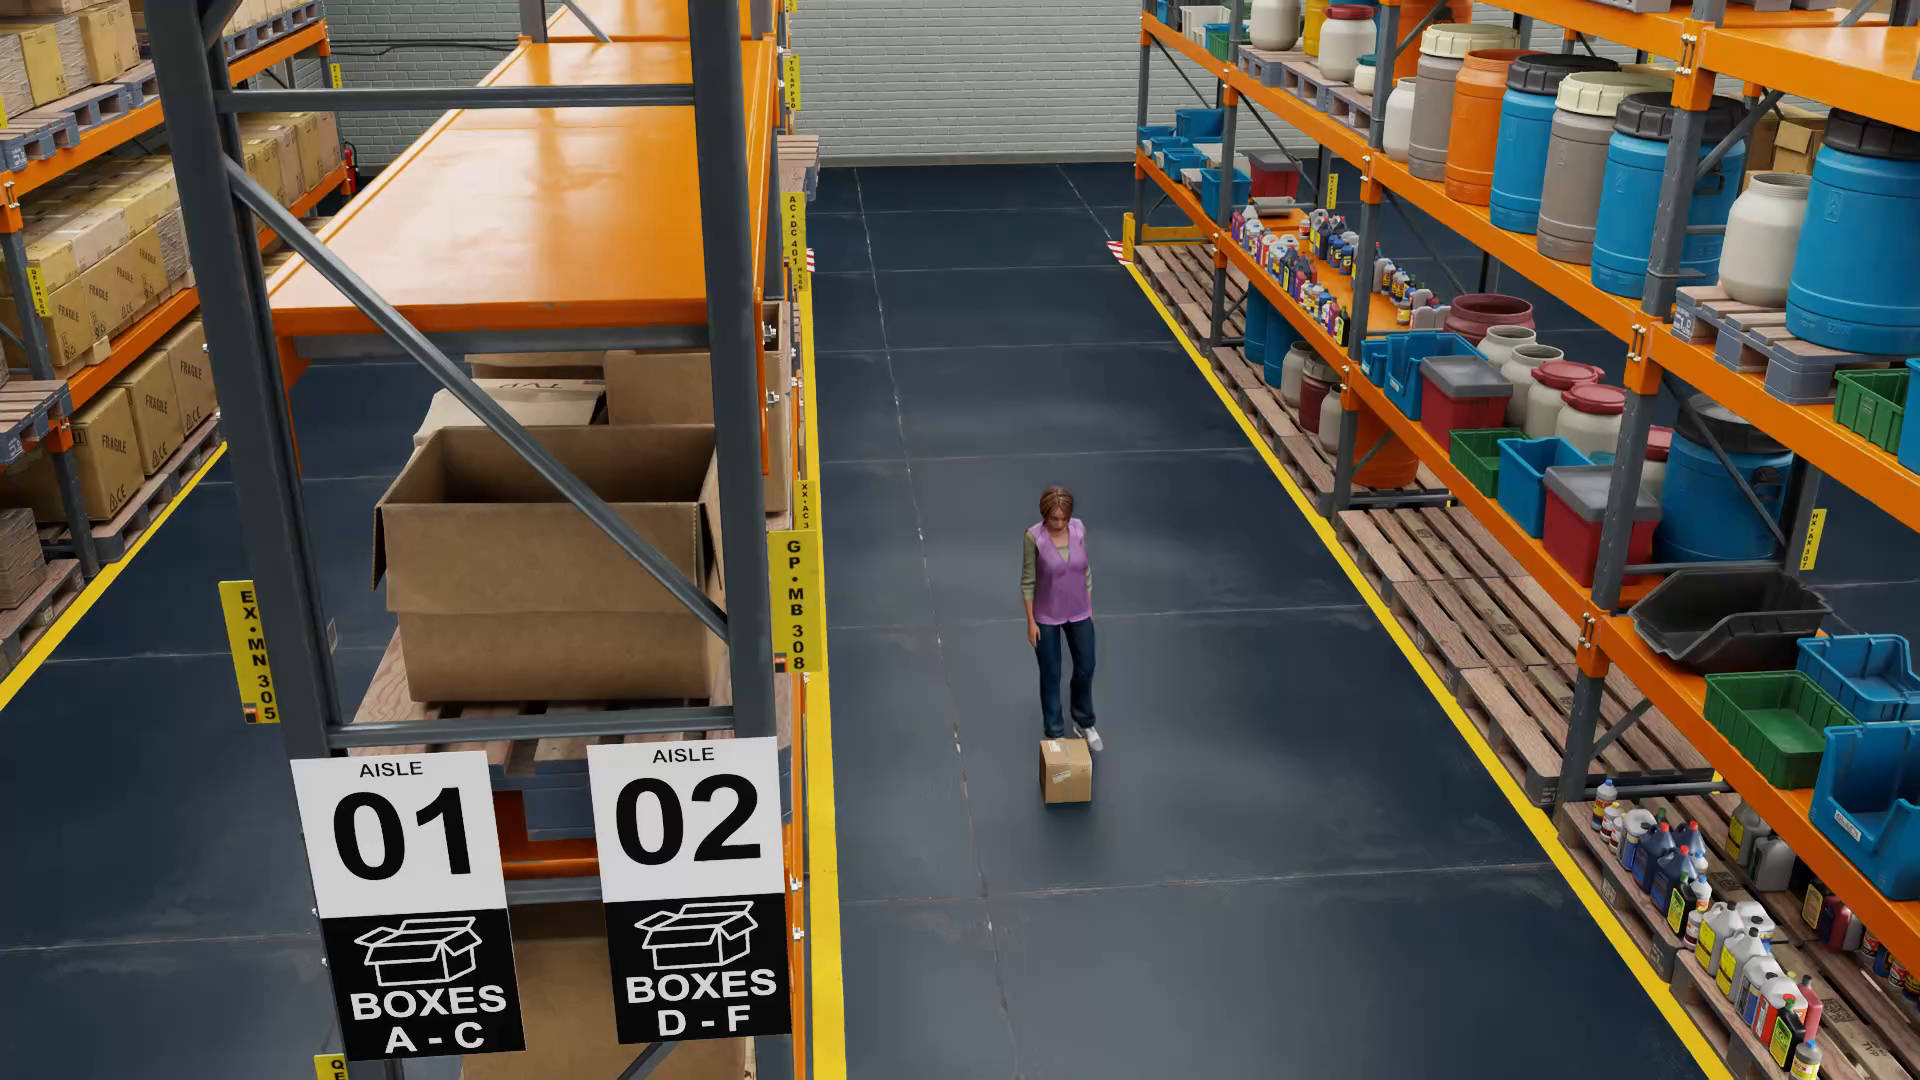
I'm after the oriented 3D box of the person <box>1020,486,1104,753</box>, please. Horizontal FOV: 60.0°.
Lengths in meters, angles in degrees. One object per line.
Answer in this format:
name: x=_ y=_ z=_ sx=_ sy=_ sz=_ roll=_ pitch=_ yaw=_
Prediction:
person: x=0.585 y=0.481 z=9.247 sx=0.476 sy=1.630 sz=0.419 roll=-7 pitch=25 yaw=-15
